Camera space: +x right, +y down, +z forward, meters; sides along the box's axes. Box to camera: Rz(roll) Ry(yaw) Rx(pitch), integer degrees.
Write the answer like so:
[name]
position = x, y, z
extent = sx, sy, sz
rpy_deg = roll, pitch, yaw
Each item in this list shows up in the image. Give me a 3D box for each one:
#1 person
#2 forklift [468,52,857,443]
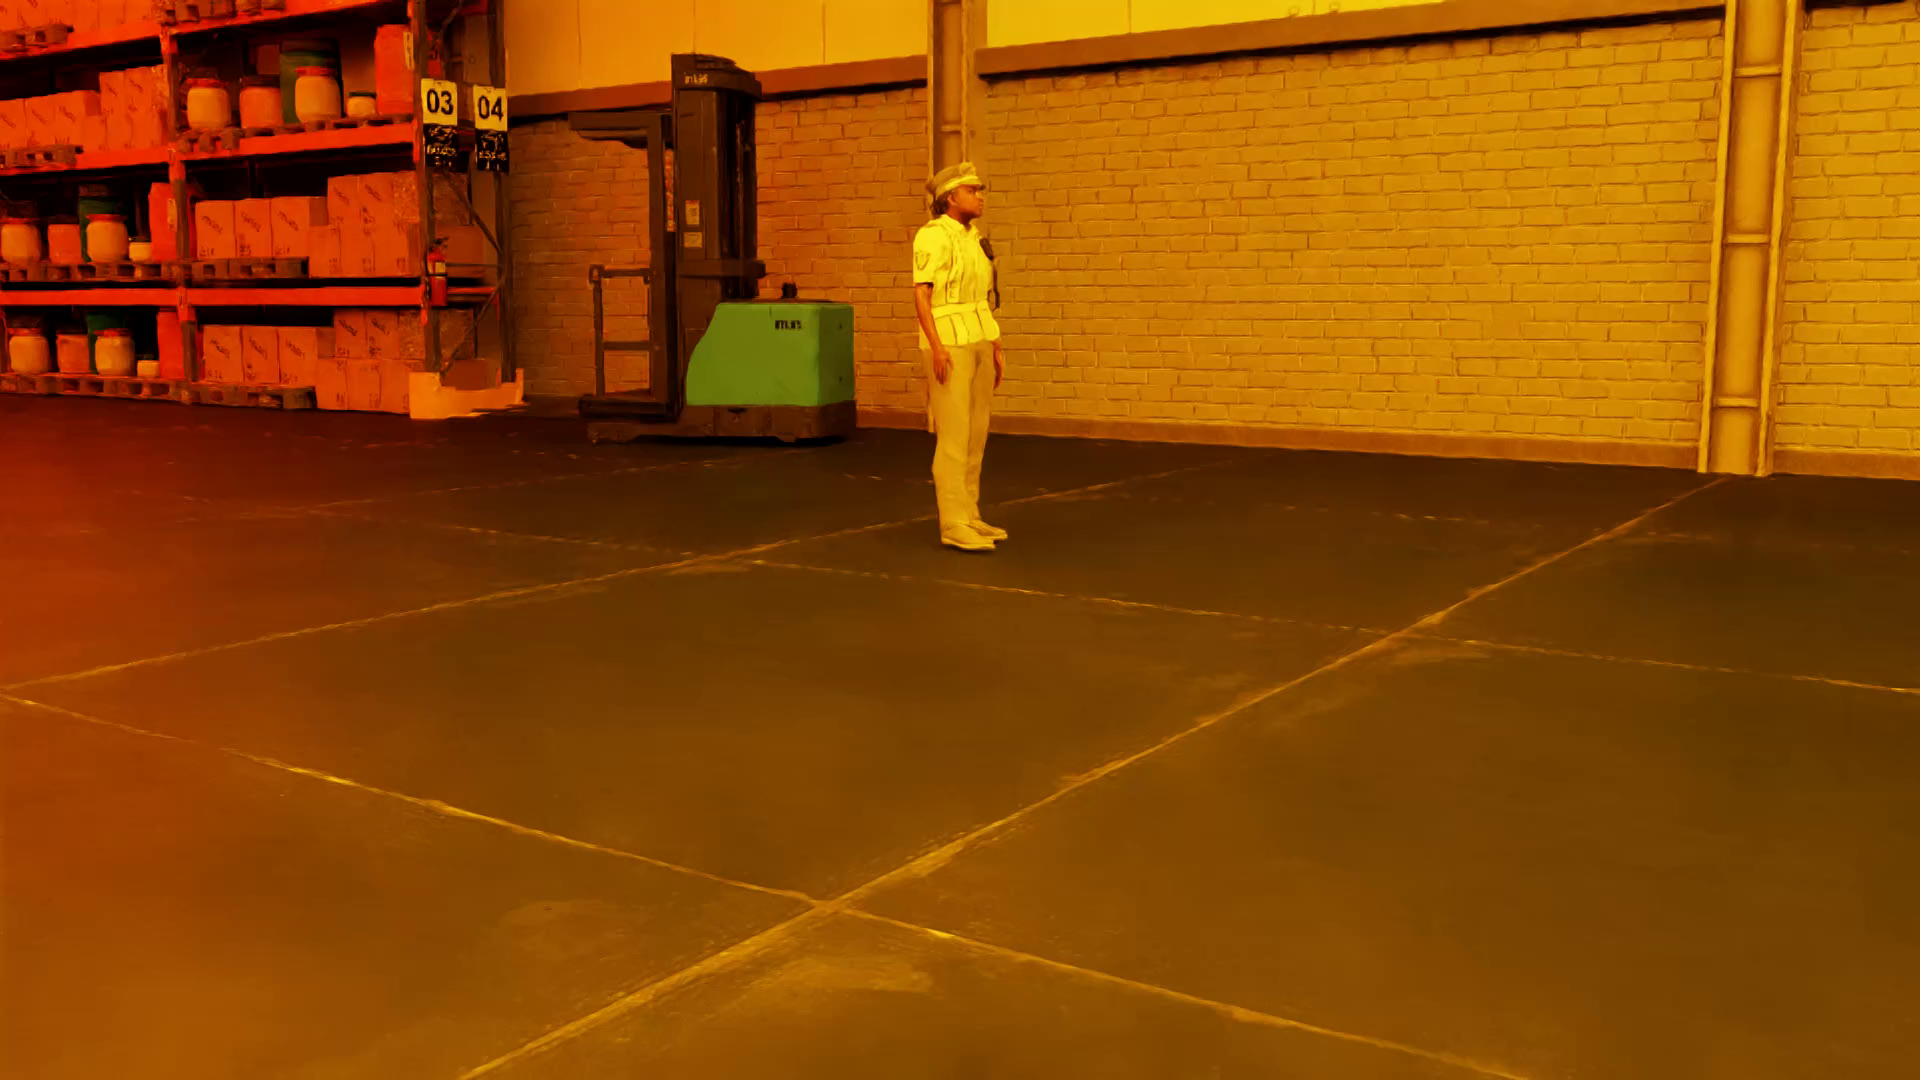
[person]
position = 0.046, -0.836, 7.418
extent = 0.529, 1.693, 0.550
rpy_deg = 5, 10, 34
[forklift]
position = -2.406, -2.267, 13.138
extent = 3.031, 2.935, 1.130
rpy_deg = 2, 8, 14
